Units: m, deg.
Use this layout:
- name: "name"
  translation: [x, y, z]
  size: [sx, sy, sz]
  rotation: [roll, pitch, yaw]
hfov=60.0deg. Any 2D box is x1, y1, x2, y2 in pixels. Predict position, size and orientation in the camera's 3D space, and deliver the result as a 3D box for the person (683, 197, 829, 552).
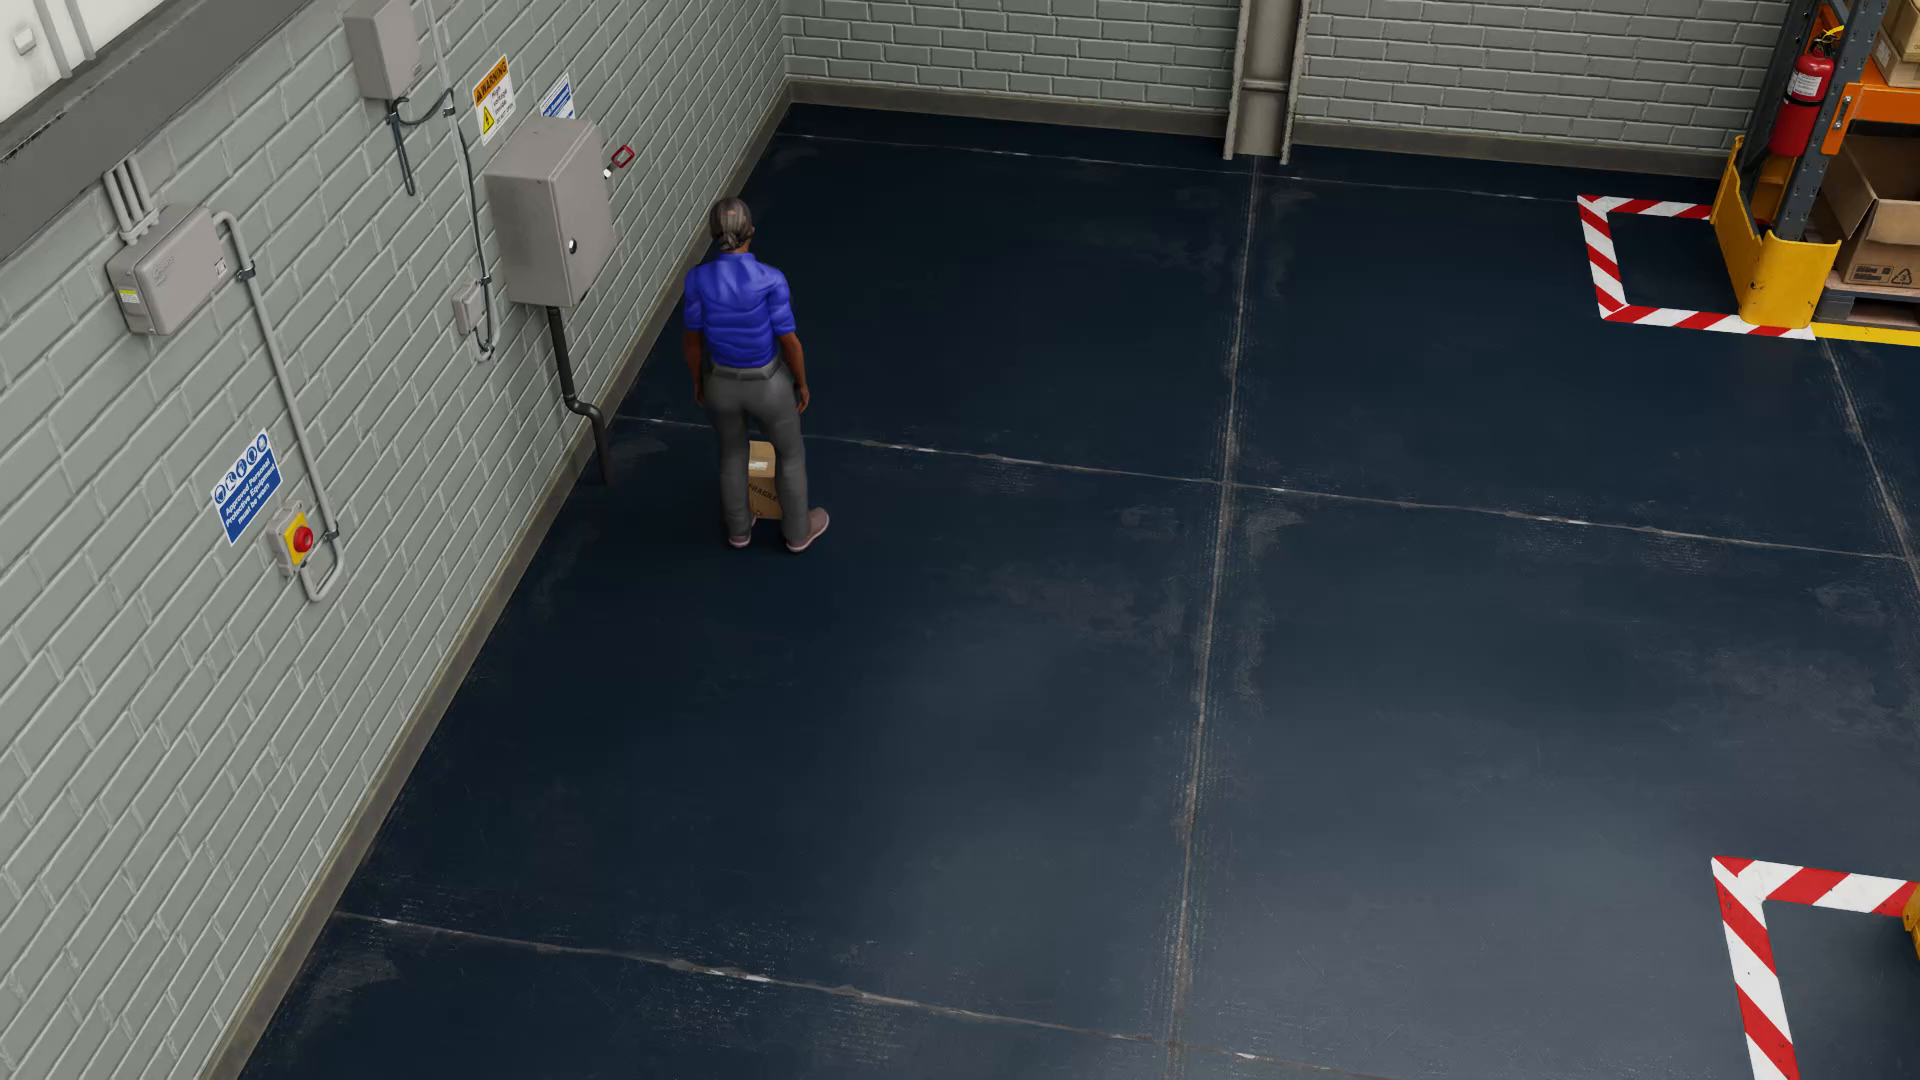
- name: "person"
  translation: [-0.863, -0.650, 6.916]
  size: [0.523, 1.653, 0.348]
  rotation: [5, 41, 5]
